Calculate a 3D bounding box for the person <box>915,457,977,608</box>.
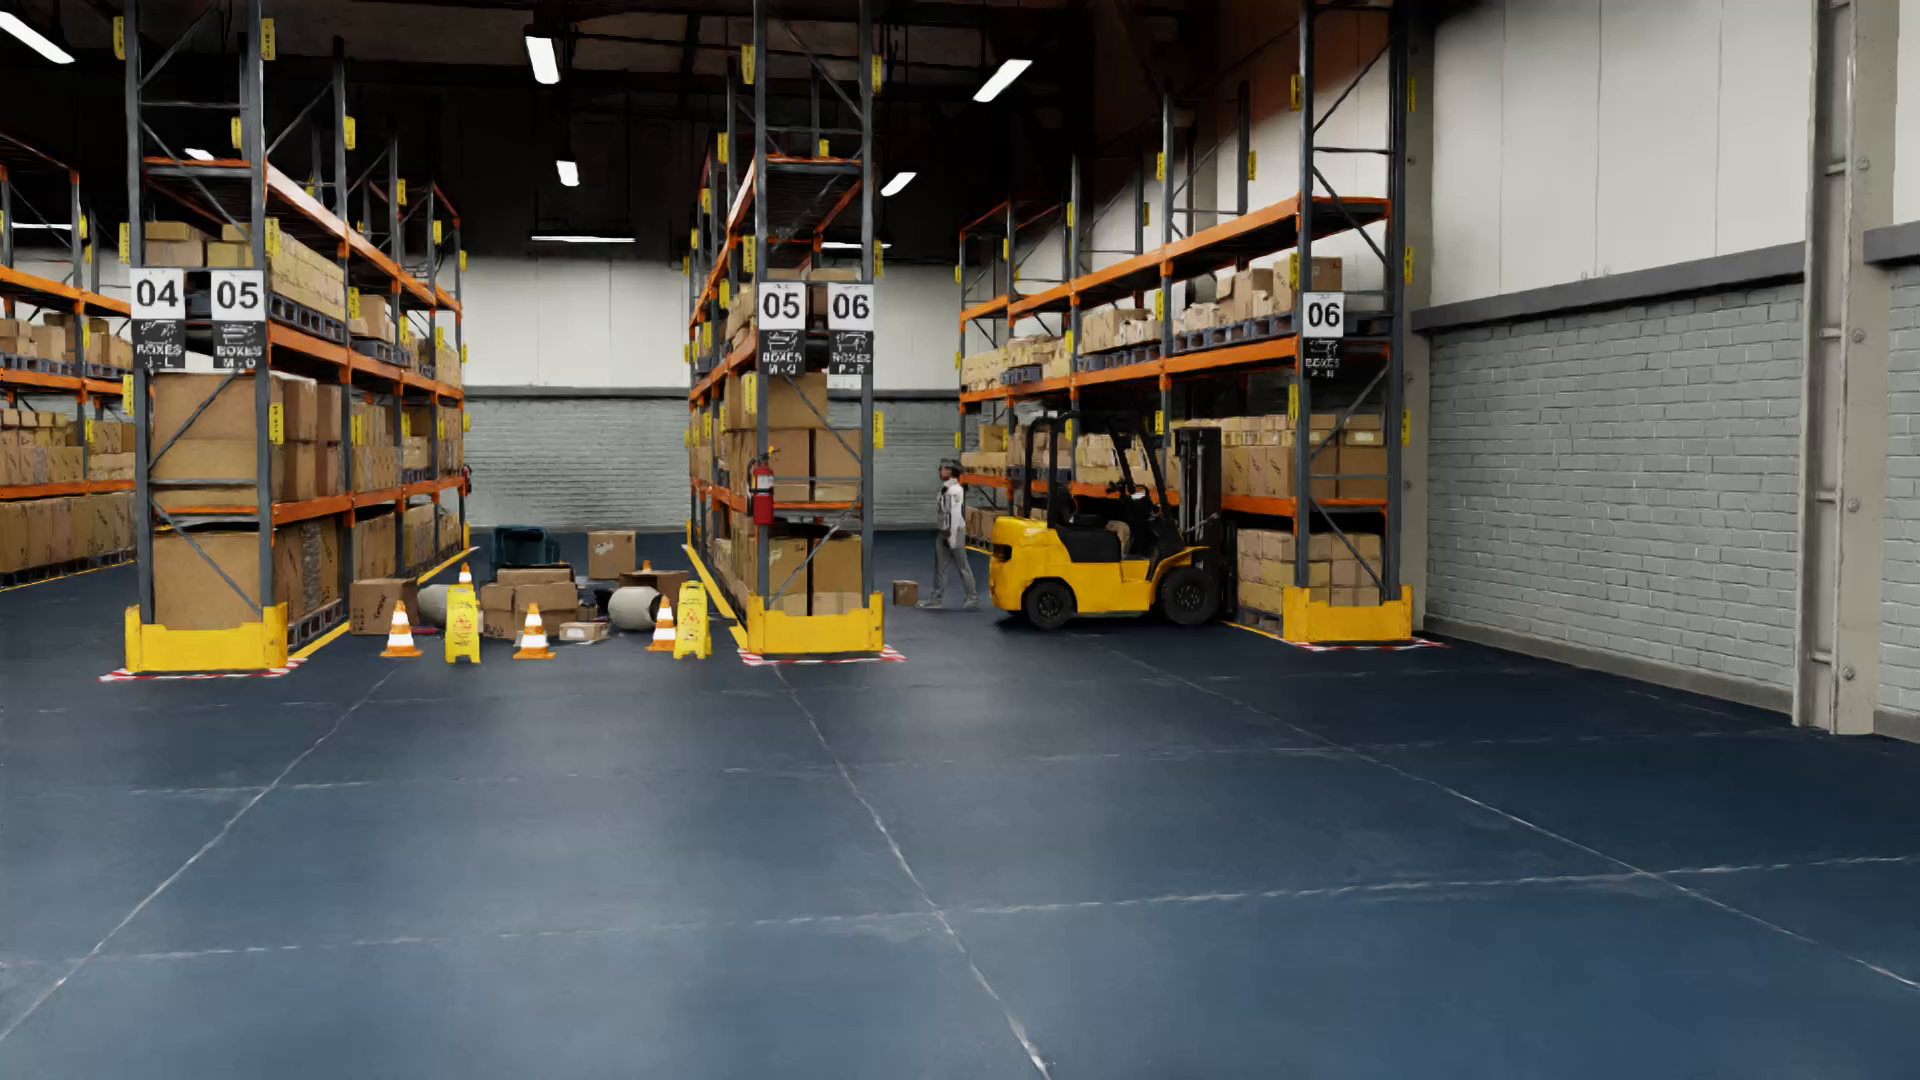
[{"bbox_3d":[-0.155,-0.085,18.339,0.635,1.658,0.679,-1,3,-19],"label":"person"}]
